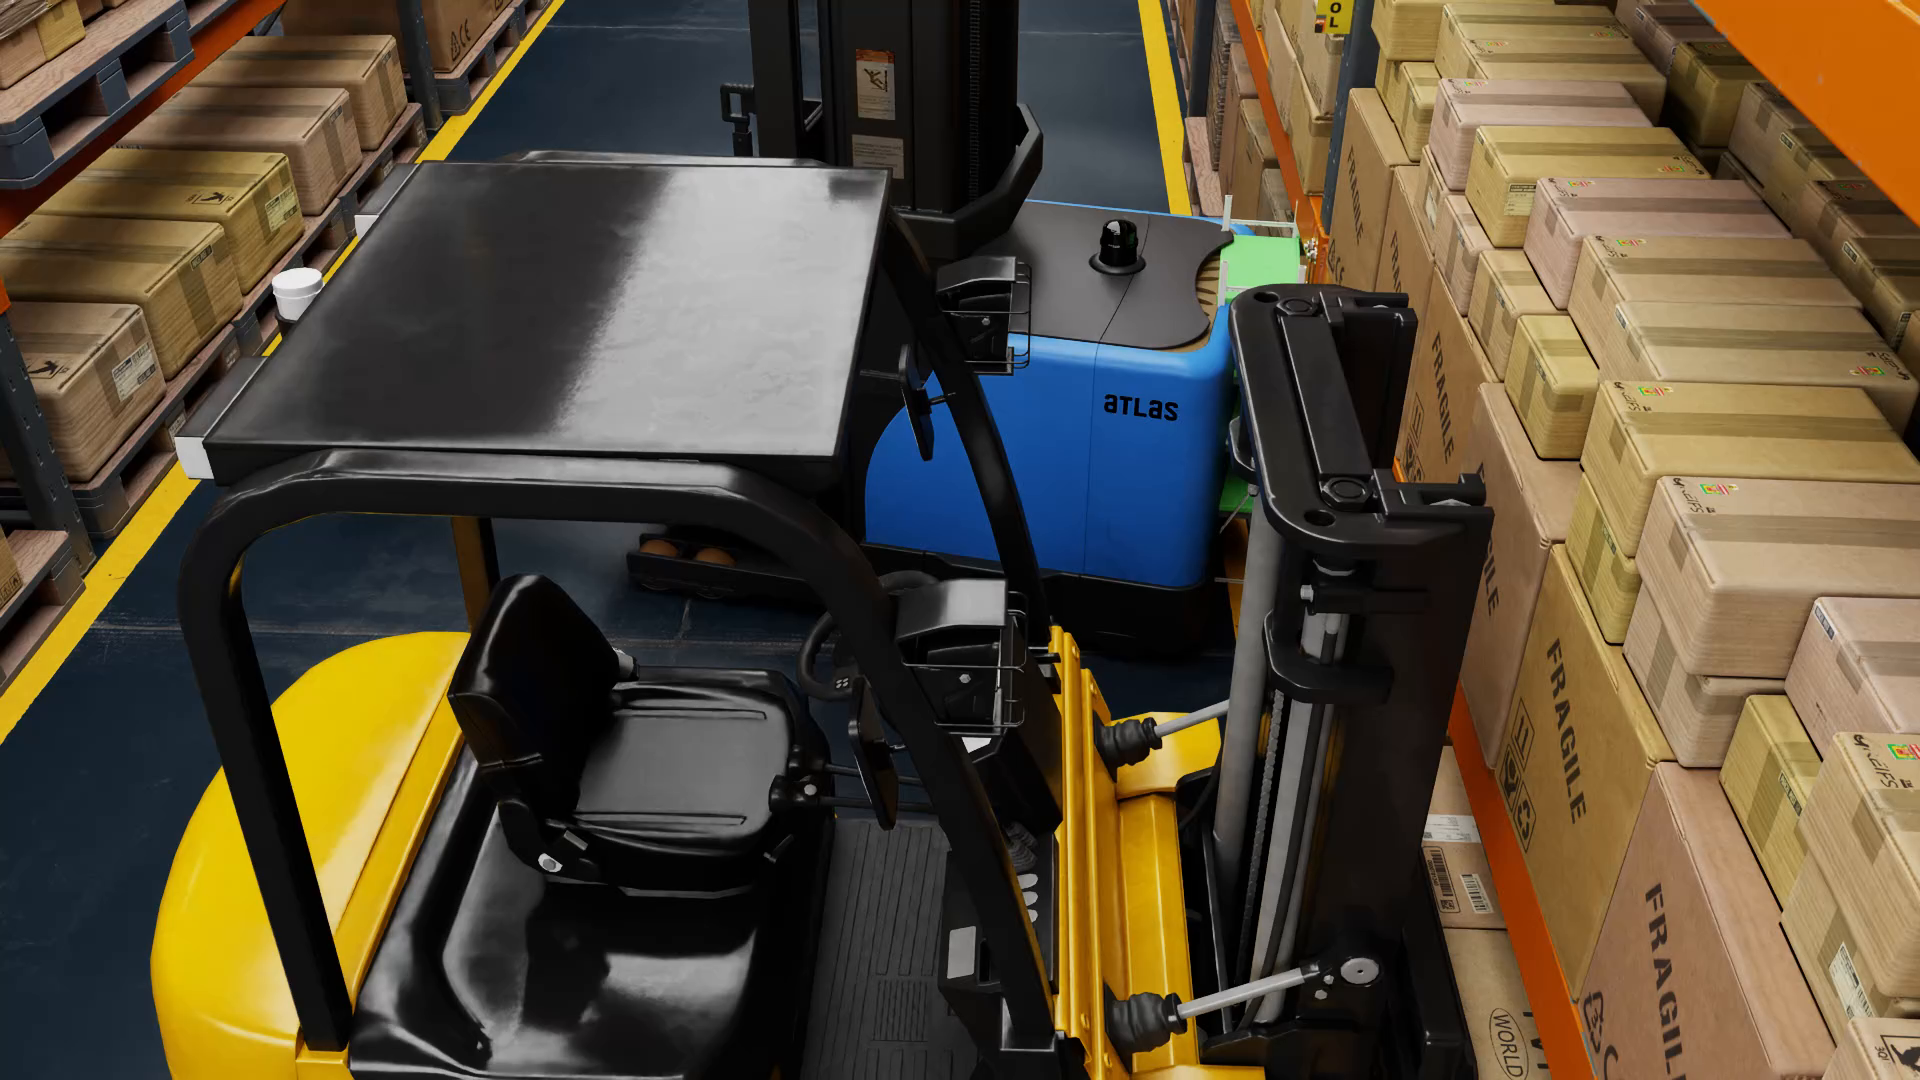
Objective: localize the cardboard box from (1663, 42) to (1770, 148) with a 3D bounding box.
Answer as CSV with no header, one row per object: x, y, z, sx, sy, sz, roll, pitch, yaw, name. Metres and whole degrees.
1.768,-0.965,3.604,0.380,0.149,0.250,1,35,1,cardboard box

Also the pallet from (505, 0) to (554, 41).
-3.113,-3.443,10.465,1.003,0.211,1.213,1,35,2,pallet

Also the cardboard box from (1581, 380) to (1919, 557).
1.122,-0.099,2.372,0.380,0.149,0.250,2,35,3,cardboard box

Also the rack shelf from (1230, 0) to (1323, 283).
1.608,-1.877,6.438,1.077,0.370,4.000,1,35,2,rack shelf

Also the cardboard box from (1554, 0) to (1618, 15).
1.756,-1.526,4.662,0.380,0.149,0.250,1,35,1,cardboard box

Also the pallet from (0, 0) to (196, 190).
-3.256,-1.493,5.432,1.003,0.211,1.213,1,35,2,pallet

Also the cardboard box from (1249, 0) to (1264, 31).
1.365,-2.127,6.299,0.500,0.250,0.500,2,35,3,cardboard box

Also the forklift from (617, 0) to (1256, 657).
-0.605,-1.289,5.035,3.031,2.935,1.130,8,36,12,forklift

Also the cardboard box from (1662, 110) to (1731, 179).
1.777,-0.842,3.688,0.380,0.149,0.250,2,35,3,cardboard box

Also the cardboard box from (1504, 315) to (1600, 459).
1.170,-0.264,2.866,0.380,0.149,0.250,1,35,1,cardboard box

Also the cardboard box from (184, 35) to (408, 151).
-3.304,-2.206,8.200,0.950,0.372,0.625,-1,35,-1,cardboard box

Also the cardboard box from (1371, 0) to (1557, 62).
1.218,-1.274,4.045,0.380,0.149,0.250,2,35,3,cardboard box

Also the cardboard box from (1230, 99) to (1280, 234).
1.604,-1.401,6.834,0.875,0.625,0.625,0,35,0,cardboard box

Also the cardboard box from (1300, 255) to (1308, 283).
1.537,-0.523,5.586,0.875,0.625,0.625,3,35,4,cardboard box

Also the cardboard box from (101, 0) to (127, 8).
-3.089,-1.969,5.796,0.380,0.149,0.250,2,35,3,cardboard box

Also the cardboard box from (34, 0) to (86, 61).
-3.076,-1.658,5.353,0.380,0.149,0.250,2,35,3,cardboard box

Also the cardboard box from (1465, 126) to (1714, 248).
1.200,-0.680,3.199,0.380,0.149,0.250,1,35,1,cardboard box

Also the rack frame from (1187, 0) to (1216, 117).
1.688,-3.321,7.867,1.000,3.000,0.127,1,35,2,rack frame

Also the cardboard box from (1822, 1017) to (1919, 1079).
1.081,0.616,1.614,0.380,0.149,0.250,2,35,3,cardboard box

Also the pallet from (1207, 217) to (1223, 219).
1.564,-1.009,7.002,1.003,0.211,1.213,1,35,2,pallet

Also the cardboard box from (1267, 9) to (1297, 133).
1.301,-1.546,5.471,0.500,0.250,0.500,1,35,2,cardboard box

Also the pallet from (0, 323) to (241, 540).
-3.403,-0.442,6.195,1.003,0.211,1.213,1,35,2,pallet

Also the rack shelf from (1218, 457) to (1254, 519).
0.910,-0.179,5.481,0.258,0.148,0.480,5,34,7,rack shelf

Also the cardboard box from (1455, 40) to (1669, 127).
1.297,-0.975,3.619,0.380,0.149,0.250,1,35,1,cardboard box

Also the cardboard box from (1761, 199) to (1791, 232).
1.702,-0.551,3.275,0.380,0.149,0.250,2,35,3,cardboard box

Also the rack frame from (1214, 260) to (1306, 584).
0.872,-0.296,5.111,0.240,1.200,0.015,5,34,7,rack frame

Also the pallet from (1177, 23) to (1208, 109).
1.756,-2.608,9.277,1.003,0.211,1.213,1,35,2,pallet

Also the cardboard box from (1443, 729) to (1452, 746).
1.155,0.372,3.769,0.500,0.250,0.500,2,35,3,cardboard box

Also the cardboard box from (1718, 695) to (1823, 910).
1.174,0.326,2.026,0.380,0.149,0.250,1,35,2,cardboard box

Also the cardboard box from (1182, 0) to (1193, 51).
1.521,-3.005,9.226,0.500,0.500,0.500,1,35,1,cardboard box

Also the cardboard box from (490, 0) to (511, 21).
-3.121,-3.643,9.808,0.875,0.875,0.875,2,35,2,cardboard box

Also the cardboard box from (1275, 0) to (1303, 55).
1.305,-1.750,5.327,0.500,0.250,0.500,0,35,1,cardboard box

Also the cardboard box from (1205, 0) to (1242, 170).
1.649,-2.163,7.919,0.875,0.625,0.625,2,35,3,cardboard box

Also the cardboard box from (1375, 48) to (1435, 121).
1.252,-1.152,4.129,0.380,0.149,0.250,1,35,1,cardboard box

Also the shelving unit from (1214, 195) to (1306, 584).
0.910,-0.431,5.311,0.258,1.200,0.503,5,34,7,shelving unit

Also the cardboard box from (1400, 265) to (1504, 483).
1.225,-0.224,3.373,0.500,0.500,0.500,1,35,1,cardboard box

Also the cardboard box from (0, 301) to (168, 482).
-3.414,-0.533,5.820,0.950,0.372,0.625,2,35,2,cardboard box

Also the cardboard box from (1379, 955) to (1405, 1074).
1.128,0.865,3.502,0.500,0.250,0.500,1,35,2,cardboard box

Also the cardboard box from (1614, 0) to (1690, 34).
1.816,-1.260,4.025,0.380,0.149,0.250,1,35,2,cardboard box

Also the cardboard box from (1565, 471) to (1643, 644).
1.128,0.026,2.453,0.380,0.149,0.250,2,35,2,cardboard box

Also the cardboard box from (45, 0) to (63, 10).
-3.108,-2.020,5.305,0.500,0.500,0.500,1,35,2,cardboard box

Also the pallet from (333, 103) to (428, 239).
-3.305,-1.844,8.190,1.003,0.211,1.213,1,35,2,pallet

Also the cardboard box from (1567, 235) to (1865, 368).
1.253,-0.389,2.785,0.380,0.149,0.250,1,35,2,cardboard box

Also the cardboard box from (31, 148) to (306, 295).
-3.362,-1.346,6.977,0.950,0.372,0.625,2,35,3,cardboard box

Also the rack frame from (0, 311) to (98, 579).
-3.432,-1.135,4.757,1.000,3.000,0.127,1,35,2,rack frame

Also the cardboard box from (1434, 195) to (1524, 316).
1.164,-0.562,3.290,0.380,0.149,0.250,1,35,1,cardboard box

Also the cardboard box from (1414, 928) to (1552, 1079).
1.099,0.964,2.926,0.500,0.250,0.500,2,35,2,cardboard box

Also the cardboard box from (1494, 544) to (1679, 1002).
1.174,0.353,2.552,0.500,0.500,0.500,1,35,1,cardboard box

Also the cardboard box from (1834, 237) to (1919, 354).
1.691,-0.381,2.773,0.380,0.149,0.250,2,35,3,cardboard box

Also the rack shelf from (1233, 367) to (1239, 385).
0.910,-0.577,5.212,0.258,0.148,0.480,5,34,7,rack shelf

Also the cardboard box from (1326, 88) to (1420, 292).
1.249,-0.815,4.214,0.500,0.500,0.500,0,35,1,cardboard box

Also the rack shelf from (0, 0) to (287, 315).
-3.352,-1.990,6.598,1.077,0.370,4.000,1,35,2,rack shelf

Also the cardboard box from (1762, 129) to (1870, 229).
1.790,-0.671,3.186,0.380,0.149,0.250,1,35,1,cardboard box

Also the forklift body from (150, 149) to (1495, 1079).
-0.380,0.491,3.181,2.313,2.155,1.214,1,35,2,forklift body

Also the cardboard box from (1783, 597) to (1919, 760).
1.217,0.202,1.944,0.380,0.149,0.250,2,35,2,cardboard box
